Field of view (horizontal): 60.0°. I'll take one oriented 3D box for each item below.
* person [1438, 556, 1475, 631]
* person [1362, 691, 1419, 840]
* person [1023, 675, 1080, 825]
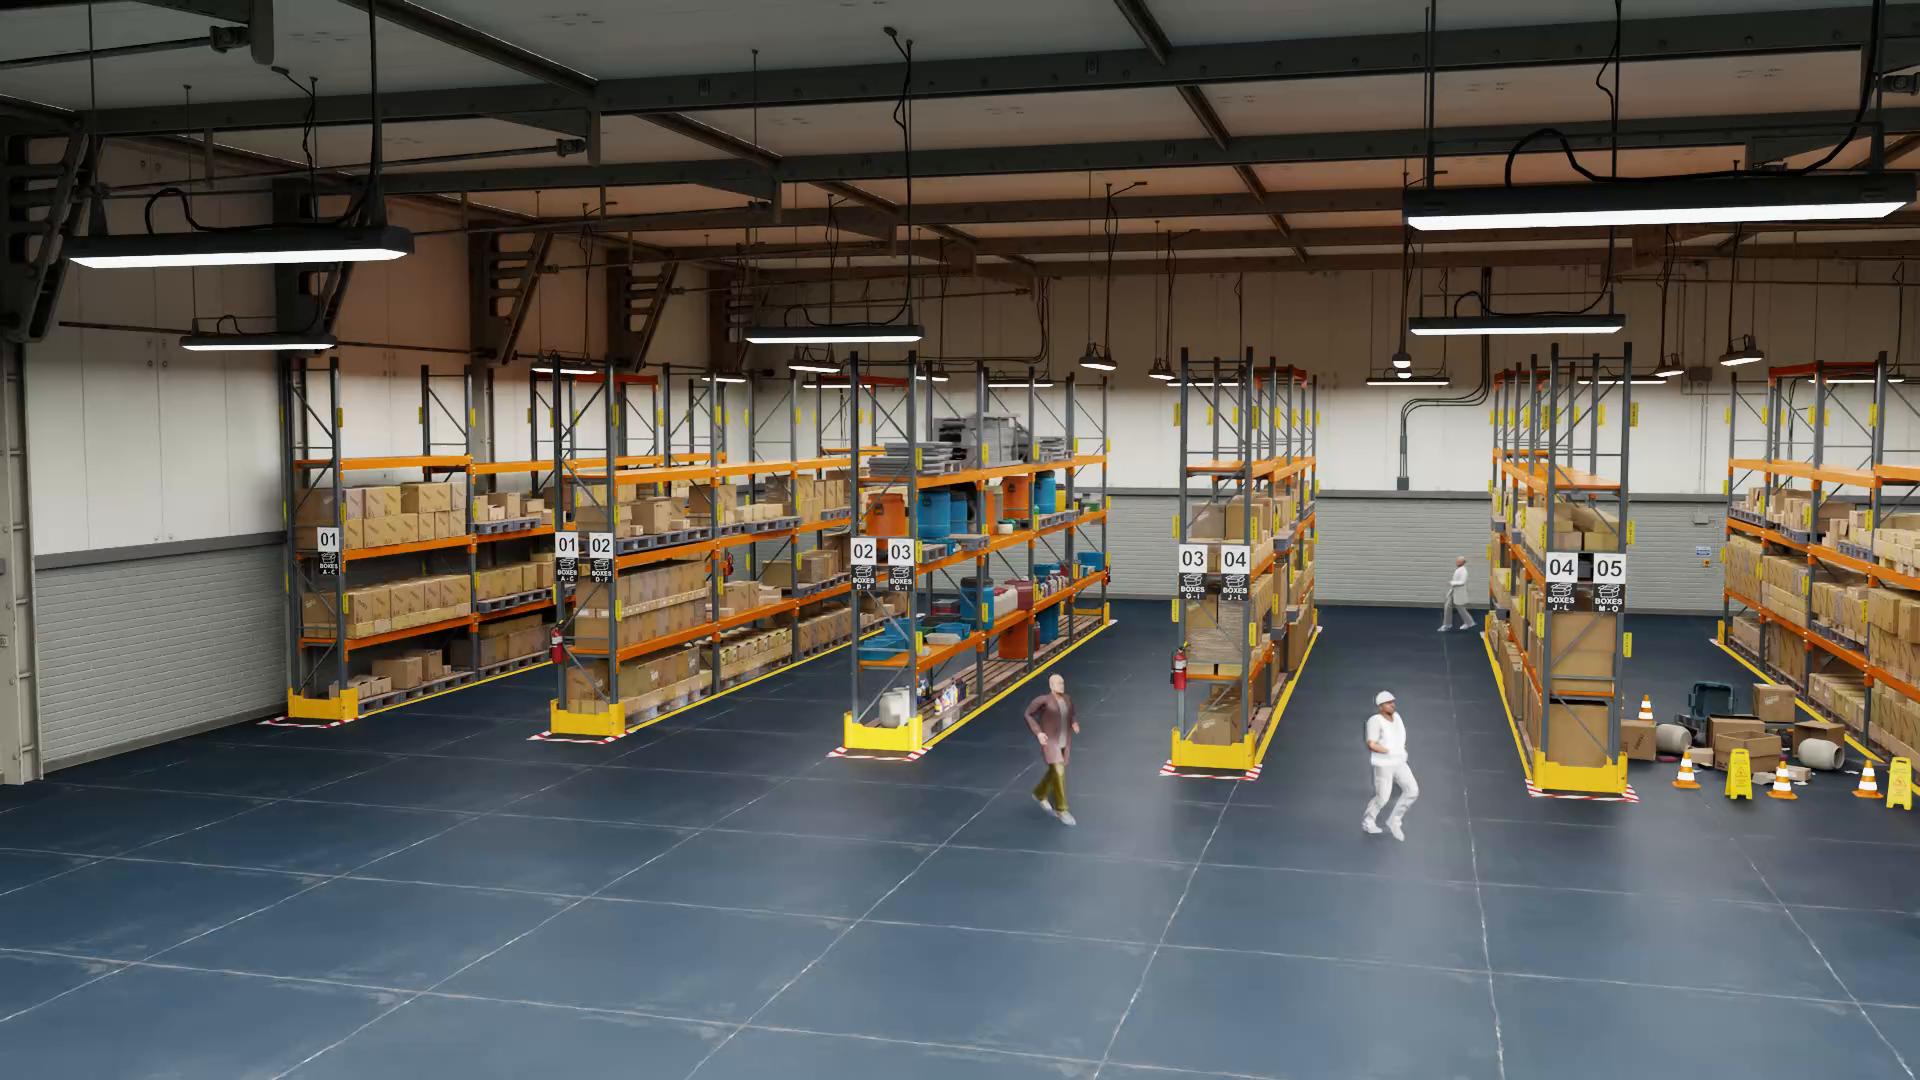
[{"bbox_3d":[11.699,1.273,38.874,0.876,1.807,0.687,-1,4,-9],"label":"person"},{"bbox_3d":[5.119,2.681,19.780,0.693,1.782,0.705,-3,5,-33],"label":"person"},{"bbox_3d":[1.182,2.587,20.803,0.697,1.823,0.899,-3,5,-39],"label":"person"}]
